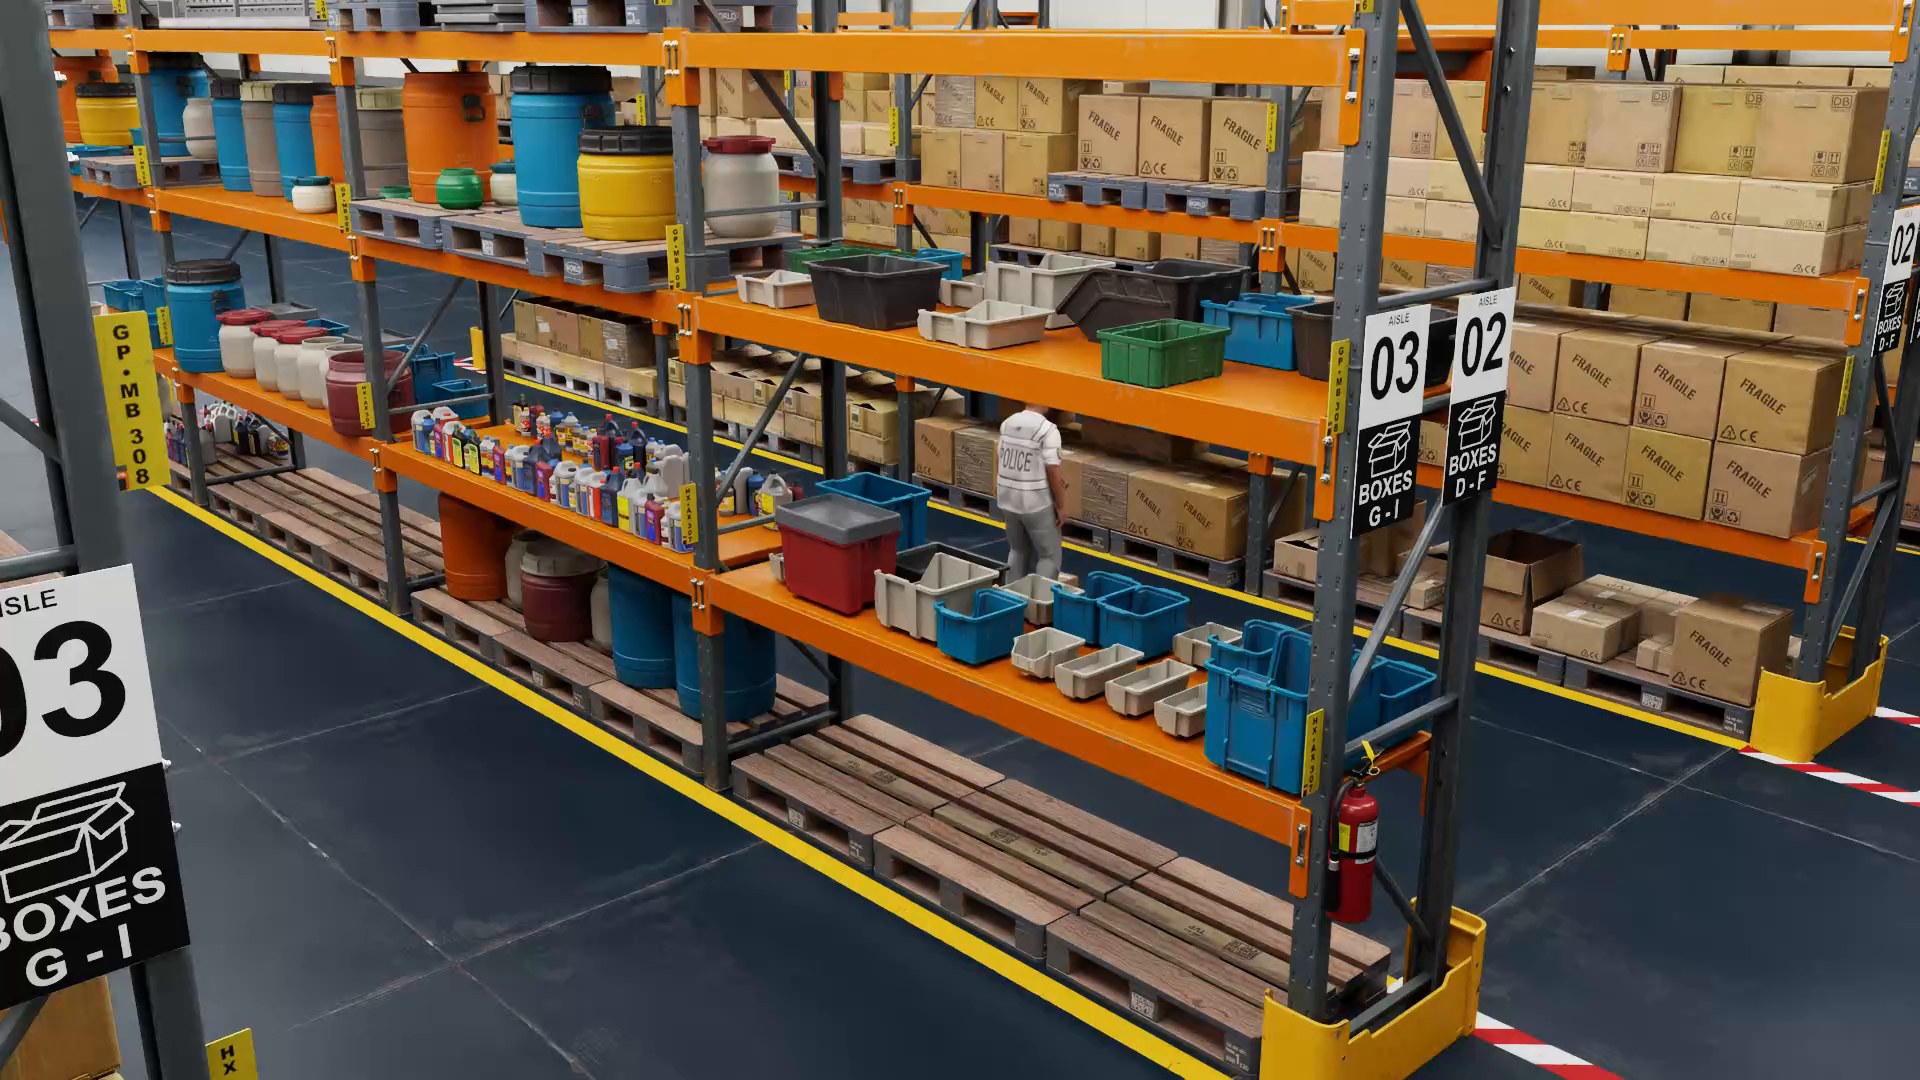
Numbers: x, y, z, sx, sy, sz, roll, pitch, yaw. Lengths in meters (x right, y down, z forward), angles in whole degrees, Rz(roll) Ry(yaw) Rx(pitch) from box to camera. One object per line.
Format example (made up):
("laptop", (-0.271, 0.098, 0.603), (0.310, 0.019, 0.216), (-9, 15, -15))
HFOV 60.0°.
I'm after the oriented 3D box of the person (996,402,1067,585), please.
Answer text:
("person", (0.504, -0.265, 11.893), (0.588, 1.746, 0.436), (16, 23, 42))
